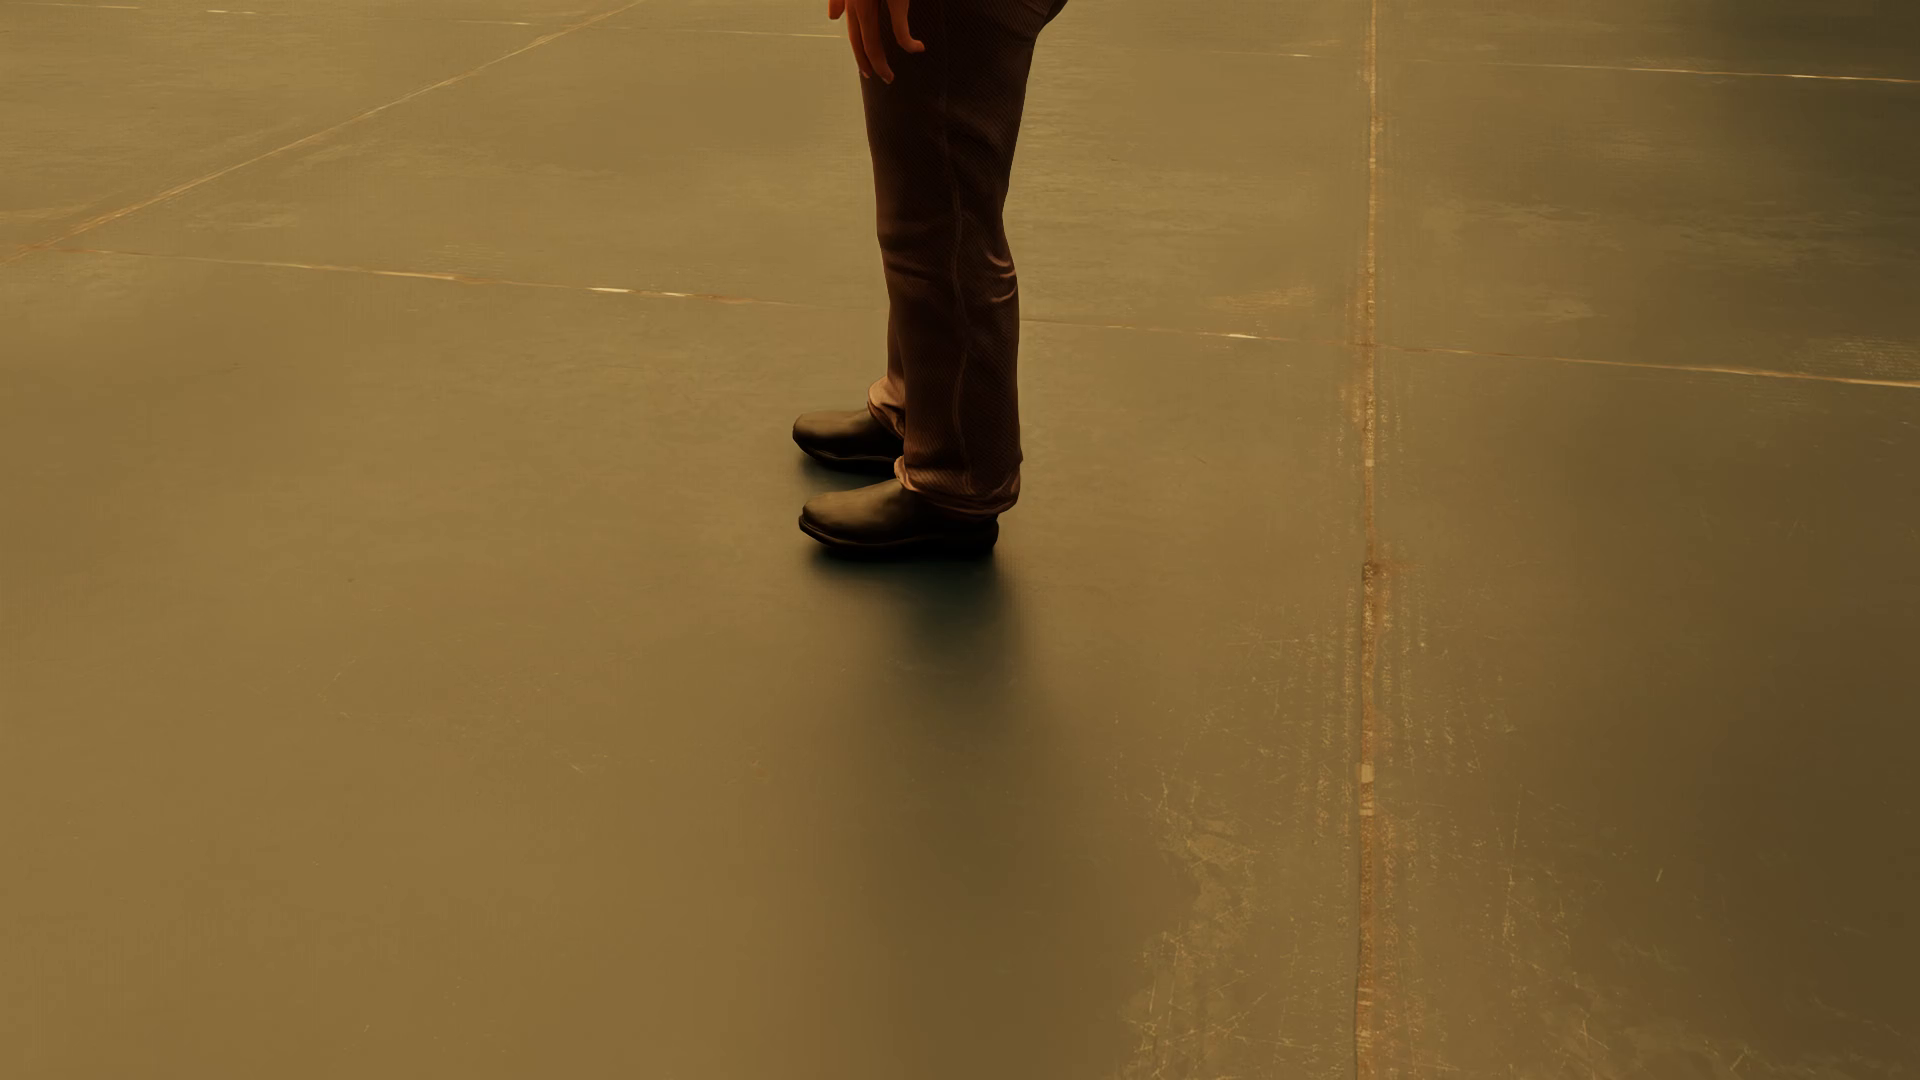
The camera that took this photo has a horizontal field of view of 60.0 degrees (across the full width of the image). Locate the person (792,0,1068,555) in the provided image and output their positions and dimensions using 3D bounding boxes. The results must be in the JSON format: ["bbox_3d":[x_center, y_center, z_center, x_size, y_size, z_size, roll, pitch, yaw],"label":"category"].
[{"bbox_3d":[-0.058,-0.785,2.128,0.568,1.720,0.632,6,27,11],"label":"person"}]
